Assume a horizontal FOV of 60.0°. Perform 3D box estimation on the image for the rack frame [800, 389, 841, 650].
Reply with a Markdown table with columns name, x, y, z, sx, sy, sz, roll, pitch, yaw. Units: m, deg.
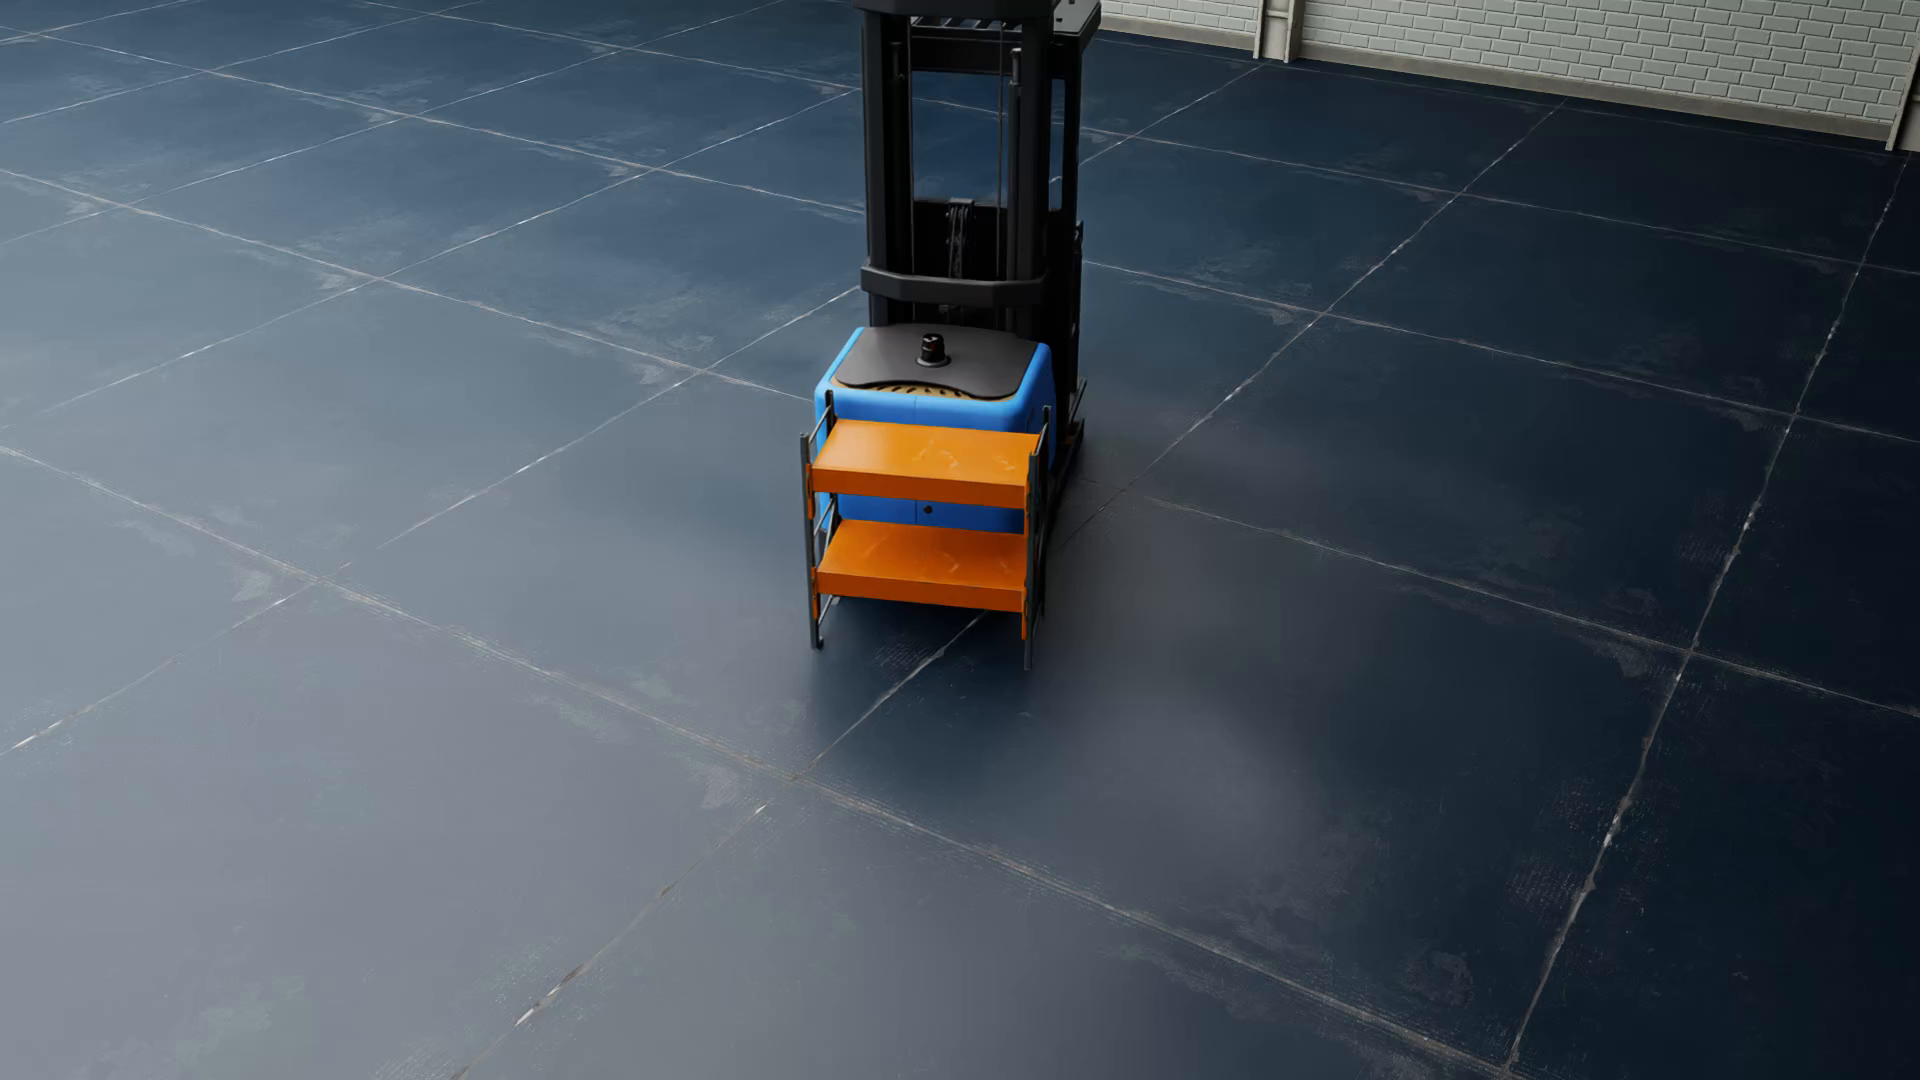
| name | x | y | z | sx | sy | sz | roll | pitch | yaw |
| --- | --- | --- | --- | --- | --- | --- | --- | --- | --- |
| rack frame | -0.646 | -0.091 | 7.790 | 0.032 | 1.125 | 0.500 | 5 | 31 | 9 |

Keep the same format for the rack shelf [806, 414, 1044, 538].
| name | x | y | z | sx | sy | sz | roll | pitch | yaw |
| --- | --- | --- | --- | --- | --- | --- | --- | --- | --- |
| rack shelf | -0.145 | -0.299 | 7.566 | 1.000 | 0.278 | 0.538 | 5 | 31 | 9 |

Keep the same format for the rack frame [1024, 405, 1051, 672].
| name | x | y | z | sx | sy | sz | roll | pitch | yaw |
| --- | --- | --- | --- | --- | --- | --- | --- | --- | --- |
| rack frame | 0.355 | -0.002 | 7.636 | 0.032 | 1.125 | 0.500 | 5 | 31 | 9 |

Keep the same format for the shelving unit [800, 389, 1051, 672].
| name | x | y | z | sx | sy | sz | roll | pitch | yaw |
| --- | --- | --- | --- | --- | --- | --- | --- | --- | --- |
| shelving unit | -0.145 | -0.046 | 7.713 | 1.048 | 1.125 | 0.538 | 5 | 31 | 9 |

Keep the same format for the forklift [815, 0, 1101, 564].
| name | x | y | z | sx | sy | sz | roll | pitch | yaw |
| --- | --- | --- | --- | --- | --- | --- | --- | --- | --- |
| forklift | 0.107 | -1.729 | 8.805 | 1.130 | 2.935 | 3.031 | 6 | 31 | 11 |

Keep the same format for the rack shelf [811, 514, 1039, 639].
| name | x | y | z | sx | sy | sz | roll | pitch | yaw |
| --- | --- | --- | --- | --- | --- | --- | --- | --- | --- |
| rack shelf | -0.145 | 0.165 | 7.836 | 1.000 | 0.278 | 0.538 | 5 | 31 | 9 |

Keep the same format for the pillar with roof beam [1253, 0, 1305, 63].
| name | x | y | z | sx | sy | sz | roll | pitch | yaw |
| --- | --- | --- | --- | --- | --- | --- | --- | --- | --- |
| pillar with roof beam | 1.026 | -7.107 | 12.002 | 0.400 | 9.000 | 9.100 | 18 | 35 | 27 |

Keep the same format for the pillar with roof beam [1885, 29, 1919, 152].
| name | x | y | z | sx | sy | sz | roll | pitch | yaw |
| --- | --- | --- | --- | --- | --- | --- | --- | --- | --- |
| pillar with roof beam | 6.108 | -5.499 | 9.247 | 0.400 | 9.000 | 9.100 | 18 | 35 | 27 |
